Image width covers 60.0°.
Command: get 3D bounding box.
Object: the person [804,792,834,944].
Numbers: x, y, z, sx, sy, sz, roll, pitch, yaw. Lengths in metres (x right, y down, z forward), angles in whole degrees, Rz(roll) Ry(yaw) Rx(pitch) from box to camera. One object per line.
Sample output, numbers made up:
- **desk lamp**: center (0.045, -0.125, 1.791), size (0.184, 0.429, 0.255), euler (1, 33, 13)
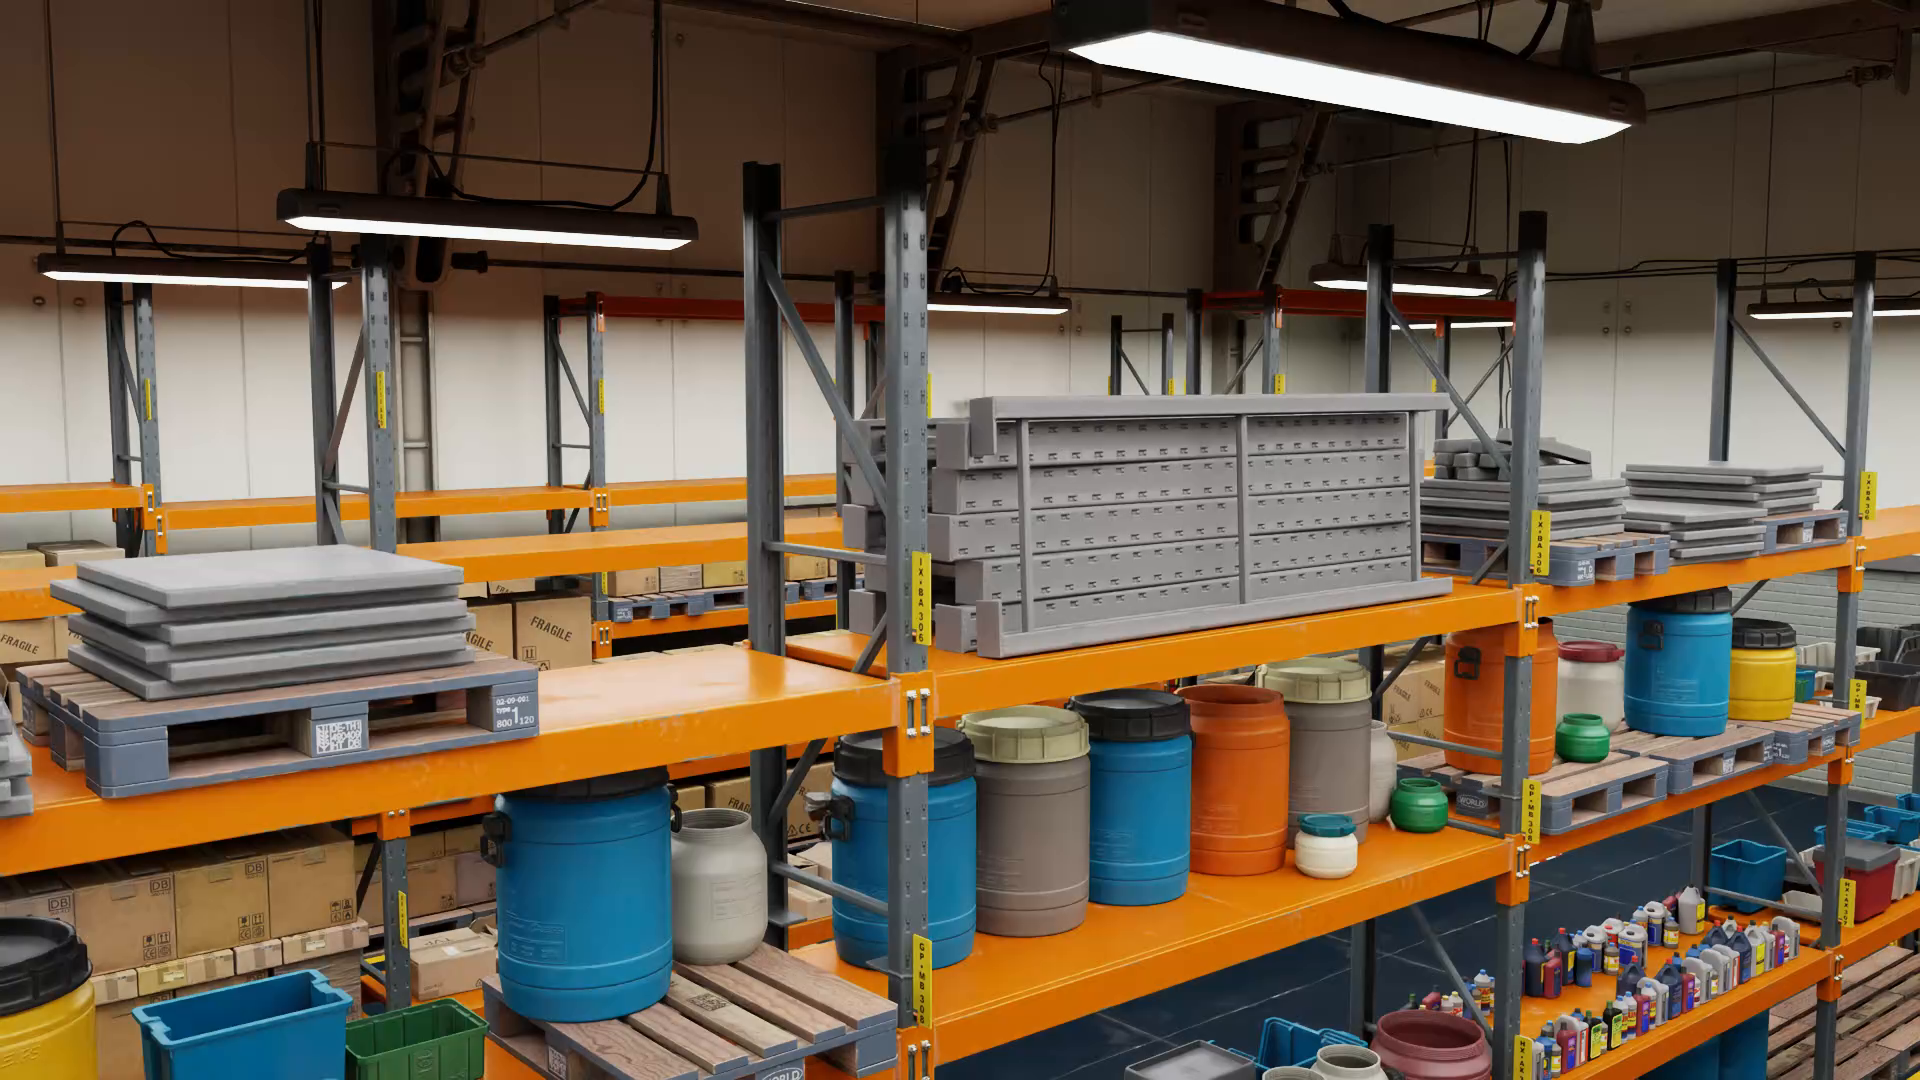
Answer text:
- **person**: center (-0.981, 2.970, 15.056), size (1.080, 1.474, 0.585), euler (-3, 6, -25)
